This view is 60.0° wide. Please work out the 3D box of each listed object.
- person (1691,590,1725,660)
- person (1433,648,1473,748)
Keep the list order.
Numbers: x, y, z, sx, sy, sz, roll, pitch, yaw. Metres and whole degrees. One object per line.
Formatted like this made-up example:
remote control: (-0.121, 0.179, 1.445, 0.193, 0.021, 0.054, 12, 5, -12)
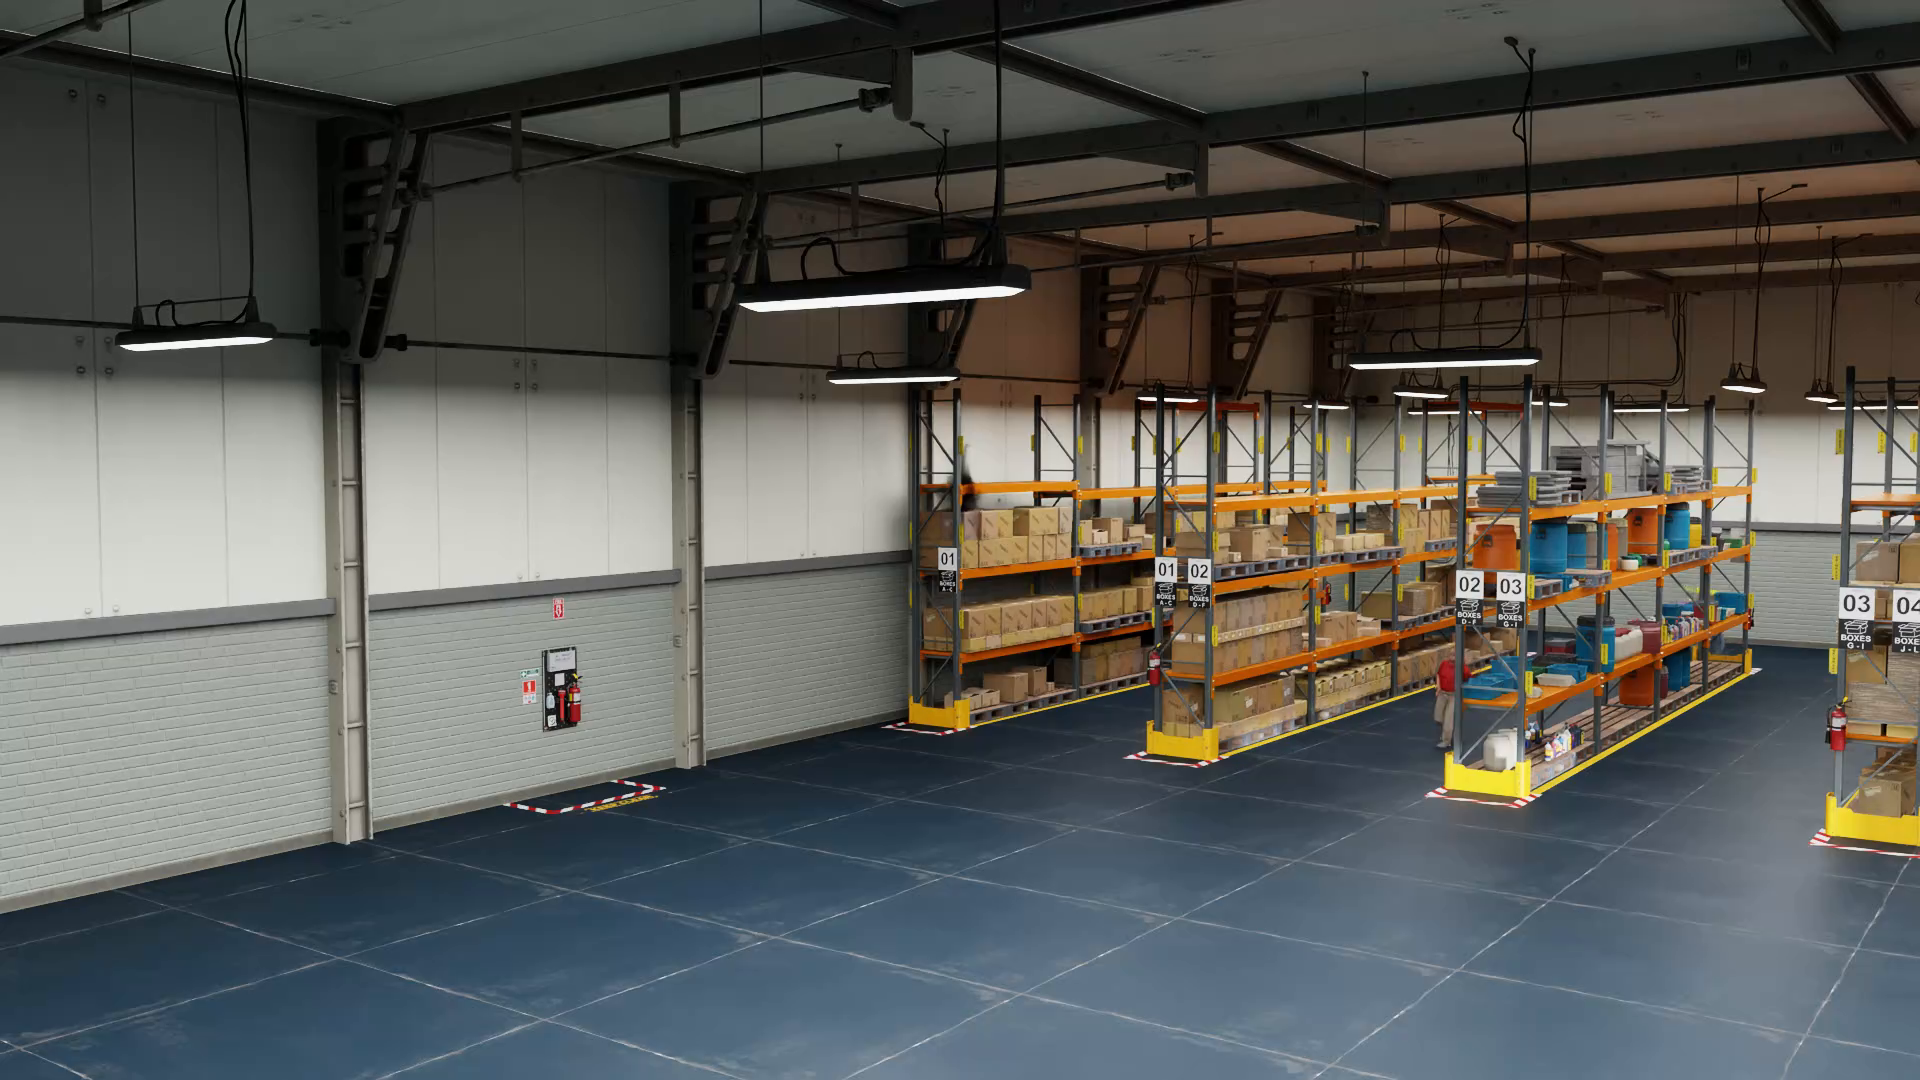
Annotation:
person: (17.199, 1.990, 38.184, 0.759, 1.700, 0.877, -2, 4, -37)
person: (8.189, 2.602, 27.529, 0.677, 1.669, 0.582, 3, 4, 43)
